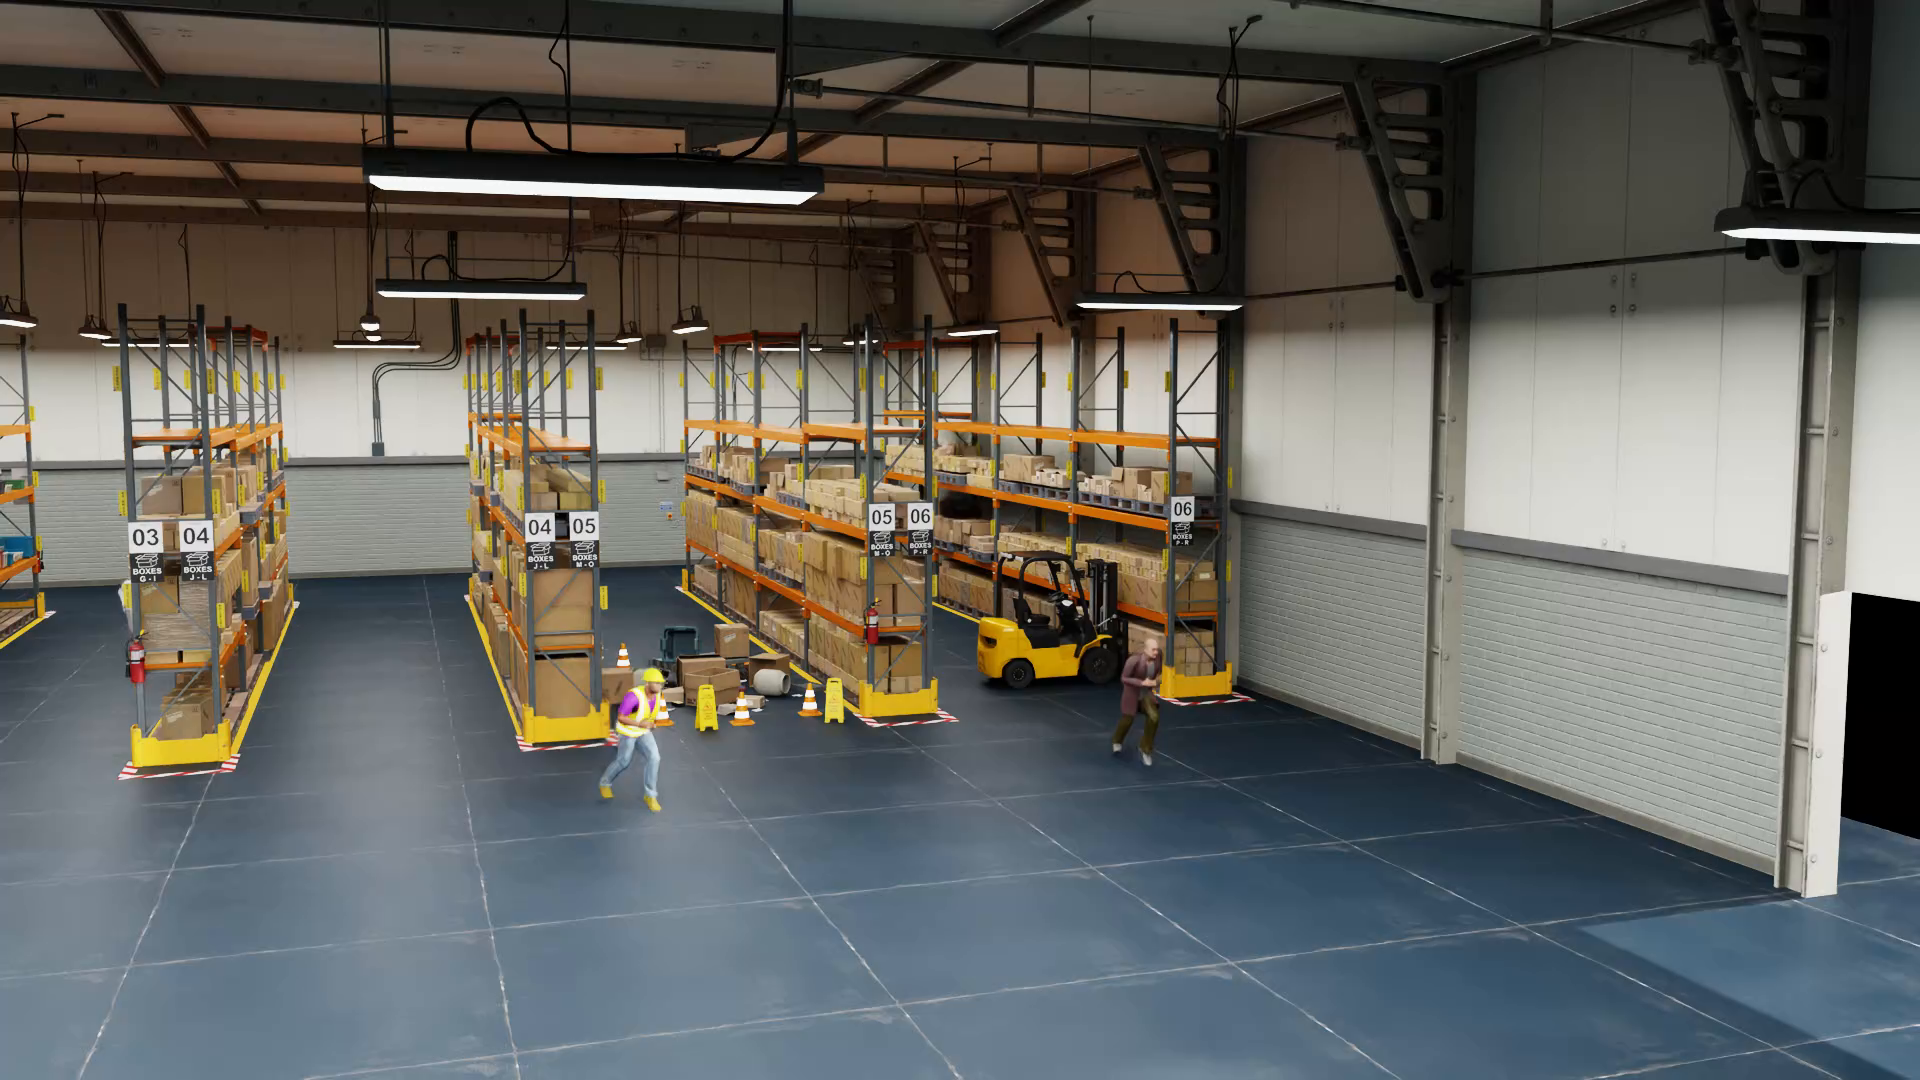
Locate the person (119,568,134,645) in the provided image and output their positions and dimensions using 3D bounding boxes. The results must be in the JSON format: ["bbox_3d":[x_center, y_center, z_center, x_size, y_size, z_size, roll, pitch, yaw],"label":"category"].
[{"bbox_3d":[-15.020,1.313,30.347,0.546,1.733,0.833,-3,6,-31],"label":"person"}]

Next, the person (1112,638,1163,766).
[{"bbox_3d":[2.348,2.114,21.997,0.750,1.733,1.070,-3,6,-27],"label":"person"}]

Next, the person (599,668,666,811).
[{"bbox_3d":[-3.867,2.334,19.645,1.043,1.719,0.745,3,6,31],"label":"person"}]
